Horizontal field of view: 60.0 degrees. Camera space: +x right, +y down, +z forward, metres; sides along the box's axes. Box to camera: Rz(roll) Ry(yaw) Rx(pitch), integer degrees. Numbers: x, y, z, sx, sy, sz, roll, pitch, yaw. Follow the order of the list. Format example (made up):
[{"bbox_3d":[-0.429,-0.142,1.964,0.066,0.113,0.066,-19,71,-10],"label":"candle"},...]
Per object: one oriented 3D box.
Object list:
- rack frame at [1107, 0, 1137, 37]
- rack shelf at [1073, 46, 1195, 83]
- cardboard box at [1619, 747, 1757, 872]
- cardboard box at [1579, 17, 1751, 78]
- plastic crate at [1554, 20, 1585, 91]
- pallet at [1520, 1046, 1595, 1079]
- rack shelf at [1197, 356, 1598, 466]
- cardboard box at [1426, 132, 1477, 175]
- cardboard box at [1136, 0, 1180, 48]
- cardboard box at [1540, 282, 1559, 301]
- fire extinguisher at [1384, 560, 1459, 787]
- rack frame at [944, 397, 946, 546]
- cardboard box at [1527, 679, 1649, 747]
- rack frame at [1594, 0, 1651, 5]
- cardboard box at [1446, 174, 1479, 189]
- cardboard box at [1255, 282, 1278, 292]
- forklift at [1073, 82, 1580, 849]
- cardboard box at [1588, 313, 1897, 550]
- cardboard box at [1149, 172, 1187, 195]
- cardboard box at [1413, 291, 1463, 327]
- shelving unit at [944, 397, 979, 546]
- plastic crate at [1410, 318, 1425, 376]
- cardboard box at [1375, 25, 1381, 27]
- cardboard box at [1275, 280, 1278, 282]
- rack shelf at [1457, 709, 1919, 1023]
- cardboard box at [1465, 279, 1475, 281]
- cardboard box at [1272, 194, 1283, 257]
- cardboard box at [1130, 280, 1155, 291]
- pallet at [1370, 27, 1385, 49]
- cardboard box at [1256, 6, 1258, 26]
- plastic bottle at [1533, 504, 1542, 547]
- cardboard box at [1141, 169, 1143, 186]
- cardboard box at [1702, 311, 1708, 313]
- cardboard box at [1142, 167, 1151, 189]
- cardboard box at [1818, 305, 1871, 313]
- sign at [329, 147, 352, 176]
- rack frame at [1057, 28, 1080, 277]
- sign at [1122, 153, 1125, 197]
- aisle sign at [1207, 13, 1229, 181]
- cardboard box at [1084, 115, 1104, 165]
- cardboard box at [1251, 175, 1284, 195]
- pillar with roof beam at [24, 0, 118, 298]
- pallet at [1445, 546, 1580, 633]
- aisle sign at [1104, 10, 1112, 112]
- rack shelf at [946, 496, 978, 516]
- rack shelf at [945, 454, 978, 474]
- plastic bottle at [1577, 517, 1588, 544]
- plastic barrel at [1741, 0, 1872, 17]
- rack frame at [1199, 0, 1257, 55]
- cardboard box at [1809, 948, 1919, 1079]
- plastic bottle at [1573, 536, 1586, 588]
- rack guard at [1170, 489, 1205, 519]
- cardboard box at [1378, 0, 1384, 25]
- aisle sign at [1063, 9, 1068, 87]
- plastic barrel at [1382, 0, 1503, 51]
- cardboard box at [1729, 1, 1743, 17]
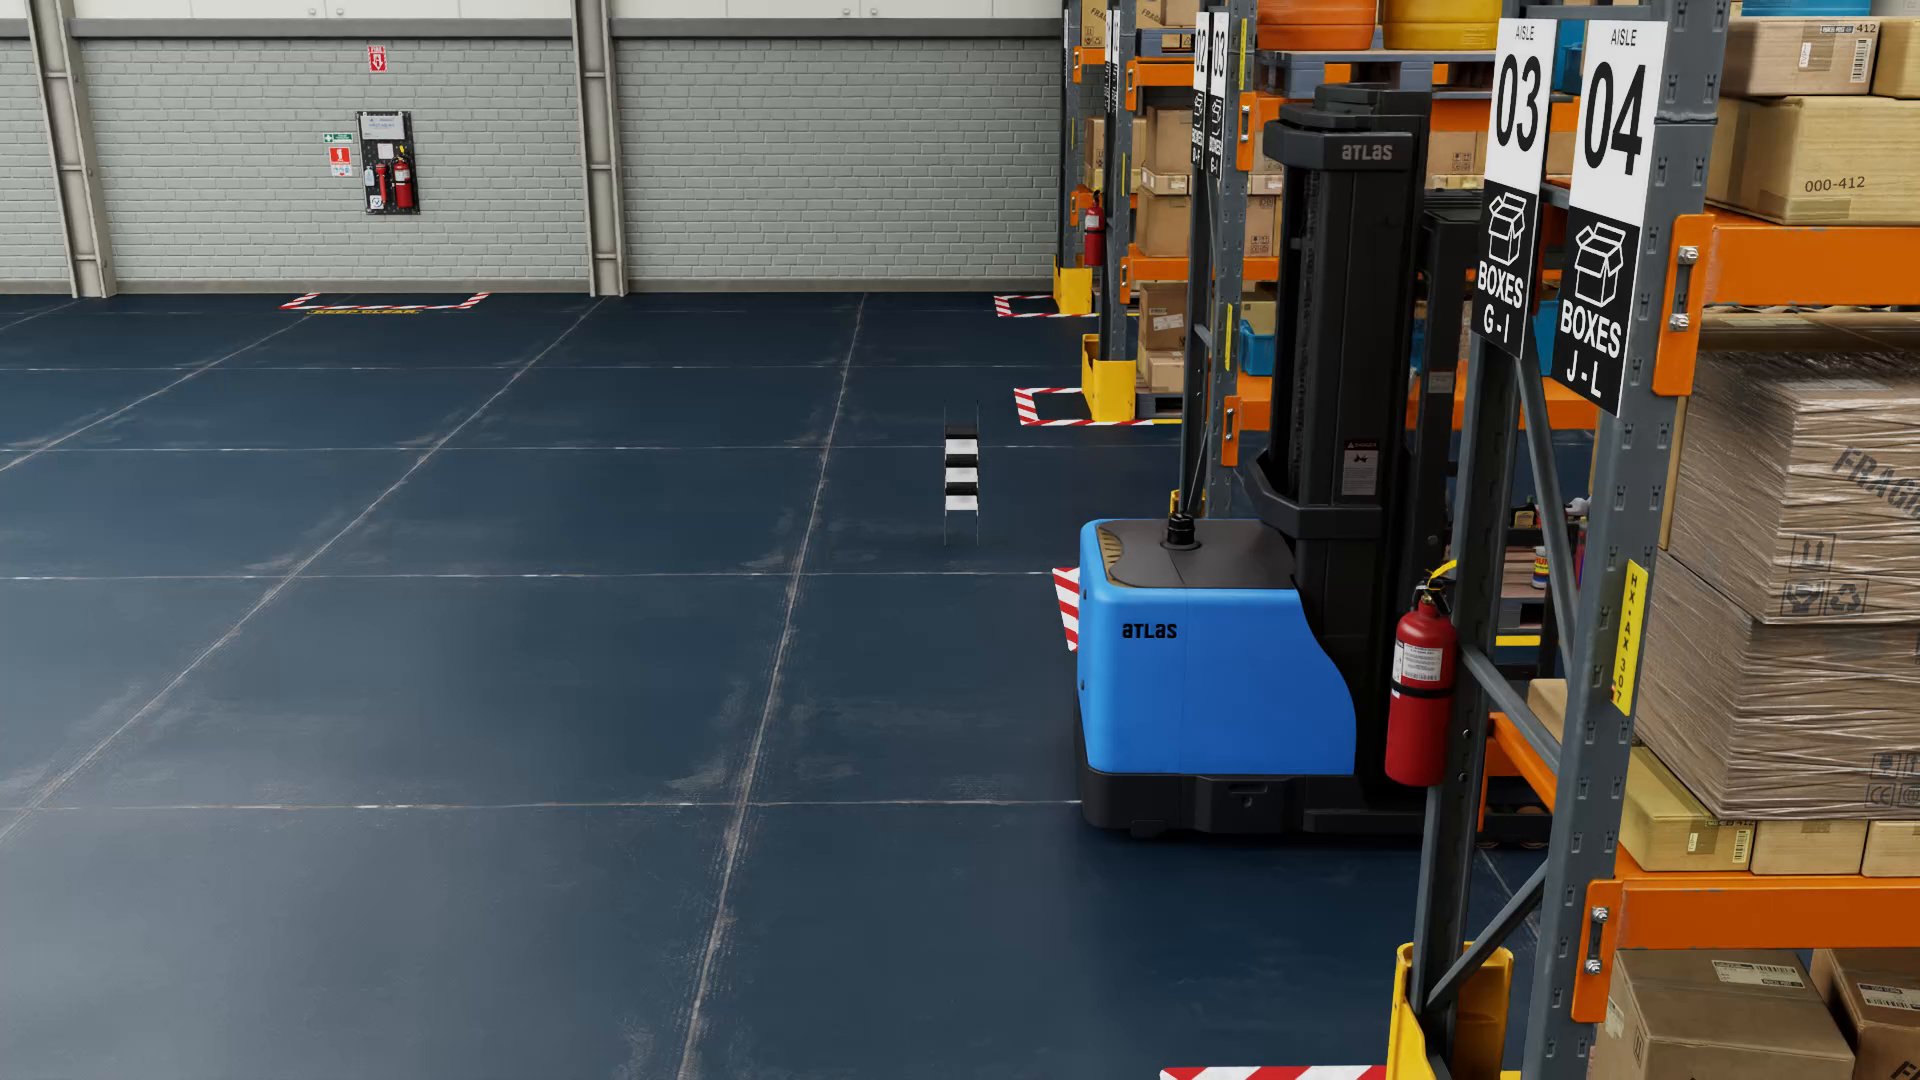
[{"bbox_3d":[1.272,-5.426,12.732,0.127,3.000,1.000,0,18,-1],"label":"rack frame"},{"bbox_3d":[3.190,-5.178,18.046,4.000,0.370,1.077,0,18,-1],"label":"rack shelf"},{"bbox_3d":[1.714,0.647,4.032,0.250,0.149,0.380,0,18,-1],"label":"cardboard box"},{"bbox_3d":[1.698,-1.188,4.021,0.250,0.149,0.380,0,18,-1],"label":"cardboard box"},{"bbox_3d":[3.249,-2.579,8.791,0.575,0.384,0.392,0,18,-1],"label":"plastic crate"},{"bbox_3d":[2.314,1.790,4.622,1.213,0.211,1.003,0,18,-1],"label":"pallet"},{"bbox_3d":[3.346,-0.724,9.072,4.000,0.370,1.077,0,18,-1],"label":"rack shelf"},{"bbox_3d":[3.822,-3.245,13.466,0.500,0.500,0.700,0,18,-1],"label":"cardboard box"},{"bbox_3d":[2.066,-5.485,17.629,0.500,0.500,0.500,1,18,3],"label":"cardboard box"},{"bbox_3d":[4.803,-1.930,14.240,0.500,0.500,0.500,0,18,-1],"label":"cardboard box"},{"bbox_3d":[1.303,0.352,4.665,0.183,0.674,0.296,0,18,-1],"label":"fire extinguisher"},{"bbox_3d":[-0.094,-0.428,10.409,0.006,0.900,0.240,0,18,-1],"label":"rack frame"},{"bbox_3d":[1.707,0.511,4.455,0.250,0.149,0.380,0,18,-1],"label":"cardboard box"},{"bbox_3d":[5.272,-5.446,12.792,0.127,3.000,1.000,0,18,-1],"label":"rack frame"},{"bbox_3d":[3.986,-2.875,13.372,0.250,0.149,0.380,0,18,-1],"label":"cardboard box"},{"bbox_3d":[2.803,-1.920,14.210,0.500,0.500,0.500,0,18,-1],"label":"cardboard box"},{"bbox_3d":[2.026,-0.319,6.744,3.031,2.935,1.130,0,18,1],"label":"forklift"},{"bbox_3d":[1.971,-0.288,4.246,0.500,0.500,0.500,0,18,-1],"label":"cardboard box"},{"bbox_3d":[1.668,-2.862,13.334,0.250,0.149,0.380,0,18,-1],"label":"cardboard box"},{"bbox_3d":[3.812,-1.765,13.727,0.500,0.500,0.500,0,18,-1],"label":"cardboard box"},{"bbox_3d":[0.008,-0.429,10.410,0.210,0.900,0.258,0,18,-1],"label":"shelving unit"},{"bbox_3d":[2.492,-1.081,9.251,0.408,0.251,0.499,0,18,-1],"label":"plastic crate"},{"bbox_3d":[4.183,-5.511,17.709,0.500,0.500,0.500,-2,18,-6],"label":"cardboard box"},{"bbox_3d":[3.590,-2.952,18.788,0.250,0.149,0.380,-2,18,-5],"label":"cardboard box"},{"bbox_3d":[3.425,0.789,4.356,4.000,0.370,1.077,0,18,-1],"label":"rack shelf"},{"bbox_3d":[5.926,-3.130,18.766,0.500,0.500,0.700,0,18,1],"label":"cardboard box"},{"bbox_3d":[2.761,-2.620,13.642,0.500,0.500,0.700,0,18,0],"label":"cardboard box"},{"bbox_3d":[1.884,-2.988,18.632,0.500,0.311,0.500,-2,18,-7],"label":"cardboard box"},{"bbox_3d":[3.203,-3.958,13.210,1.213,0.211,1.003,0,18,-1],"label":"pallet"},{"bbox_3d":[2.451,-4.097,12.992,0.250,0.149,0.380,0,18,-1],"label":"cardboard box"},{"bbox_3d":[3.429,-0.105,9.703,0.135,0.276,0.152,0,18,0],"label":"plastic bottle"},{"bbox_3d":[2.202,-3.933,18.111,0.500,0.250,0.500,-1,18,-3],"label":"cardboard box"},{"bbox_3d":[6.192,-1.841,14.271,0.500,0.311,0.500,0,18,1],"label":"cardboard box"},{"bbox_3d":[1.651,-2.986,13.721,0.250,0.149,0.380,-1,18,-2],"label":"cardboard box"},{"bbox_3d":[7.708,-1.846,14.289,0.500,0.311,0.500,-1,18,-2],"label":"cardboard box"},{"bbox_3d":[-7.149,-4.367,19.192,0.234,0.329,0.001,0,18,-1],"label":"sign"},{"bbox_3d":[1.190,-4.083,18.364,0.127,3.000,1.000,0,18,-1],"label":"rack frame"},{"bbox_3d":[1.275,-2.850,12.975,0.005,0.325,0.100,0,18,-1],"label":"sign"},{"bbox_3d":[1.279,-2.205,8.255,0.004,0.787,0.394,0,18,-1],"label":"aisle sign"},{"bbox_3d":[1.658,-4.445,18.479,0.500,0.500,0.500,0,18,-1],"label":"cardboard box"},{"bbox_3d":[2.434,-2.866,13.345,0.250,0.149,0.380,-1,18,-2],"label":"cardboard box"},{"bbox_3d":[-10.054,-5.834,14.003,0.400,9.000,9.100,0,18,-1],"label":"pillar with roof beam"},{"bbox_3d":[3.451,0.249,9.426,1.213,0.211,1.003,0,18,-1],"label":"pallet"},{"bbox_3d":[1.202,-3.897,13.529,0.004,0.787,0.394,0,18,-1],"label":"aisle sign"},{"bbox_3d":[0.008,-0.225,10.475,0.200,0.077,0.258,0,18,-1],"label":"rack shelf"},{"bbox_3d":[0.008,-0.482,10.393,0.200,0.077,0.258,0,18,-1],"label":"rack shelf"},{"bbox_3d":[3.588,-0.032,9.598,0.097,0.201,0.097,0,18,0],"label":"plastic bottle"},{"bbox_3d":[4.349,-2.971,8.480,0.708,0.901,0.600,0,18,-1],"label":"plastic barrel"},{"bbox_3d":[1.347,-3.914,8.015,0.127,3.000,1.000,0,18,-1],"label":"rack frame"},{"bbox_3d":[2.647,1.435,4.569,0.500,0.500,0.500,4,18,14],"label":"cardboard box"},{"bbox_3d":[3.391,0.118,8.996,0.133,0.283,0.061,0,18,0],"label":"plastic bottle"},{"bbox_3d":[1.422,0.119,9.360,0.348,0.500,1.175,0,18,-1],"label":"rack guard"},{"bbox_3d":[3.623,-4.364,13.244,0.637,0.503,0.797,2,18,5],"label":"cardboard box"},{"bbox_3d":[1.123,-5.229,17.680,0.004,0.787,0.394,0,18,-1],"label":"aisle sign"},{"bbox_3d":[2.485,-2.819,8.519,0.600,0.588,0.600,0,18,0],"label":"plastic barrel"},{"bbox_3d":[5.888,-4.146,13.209,0.500,0.250,0.500,2,18,5],"label":"cardboard box"}]
